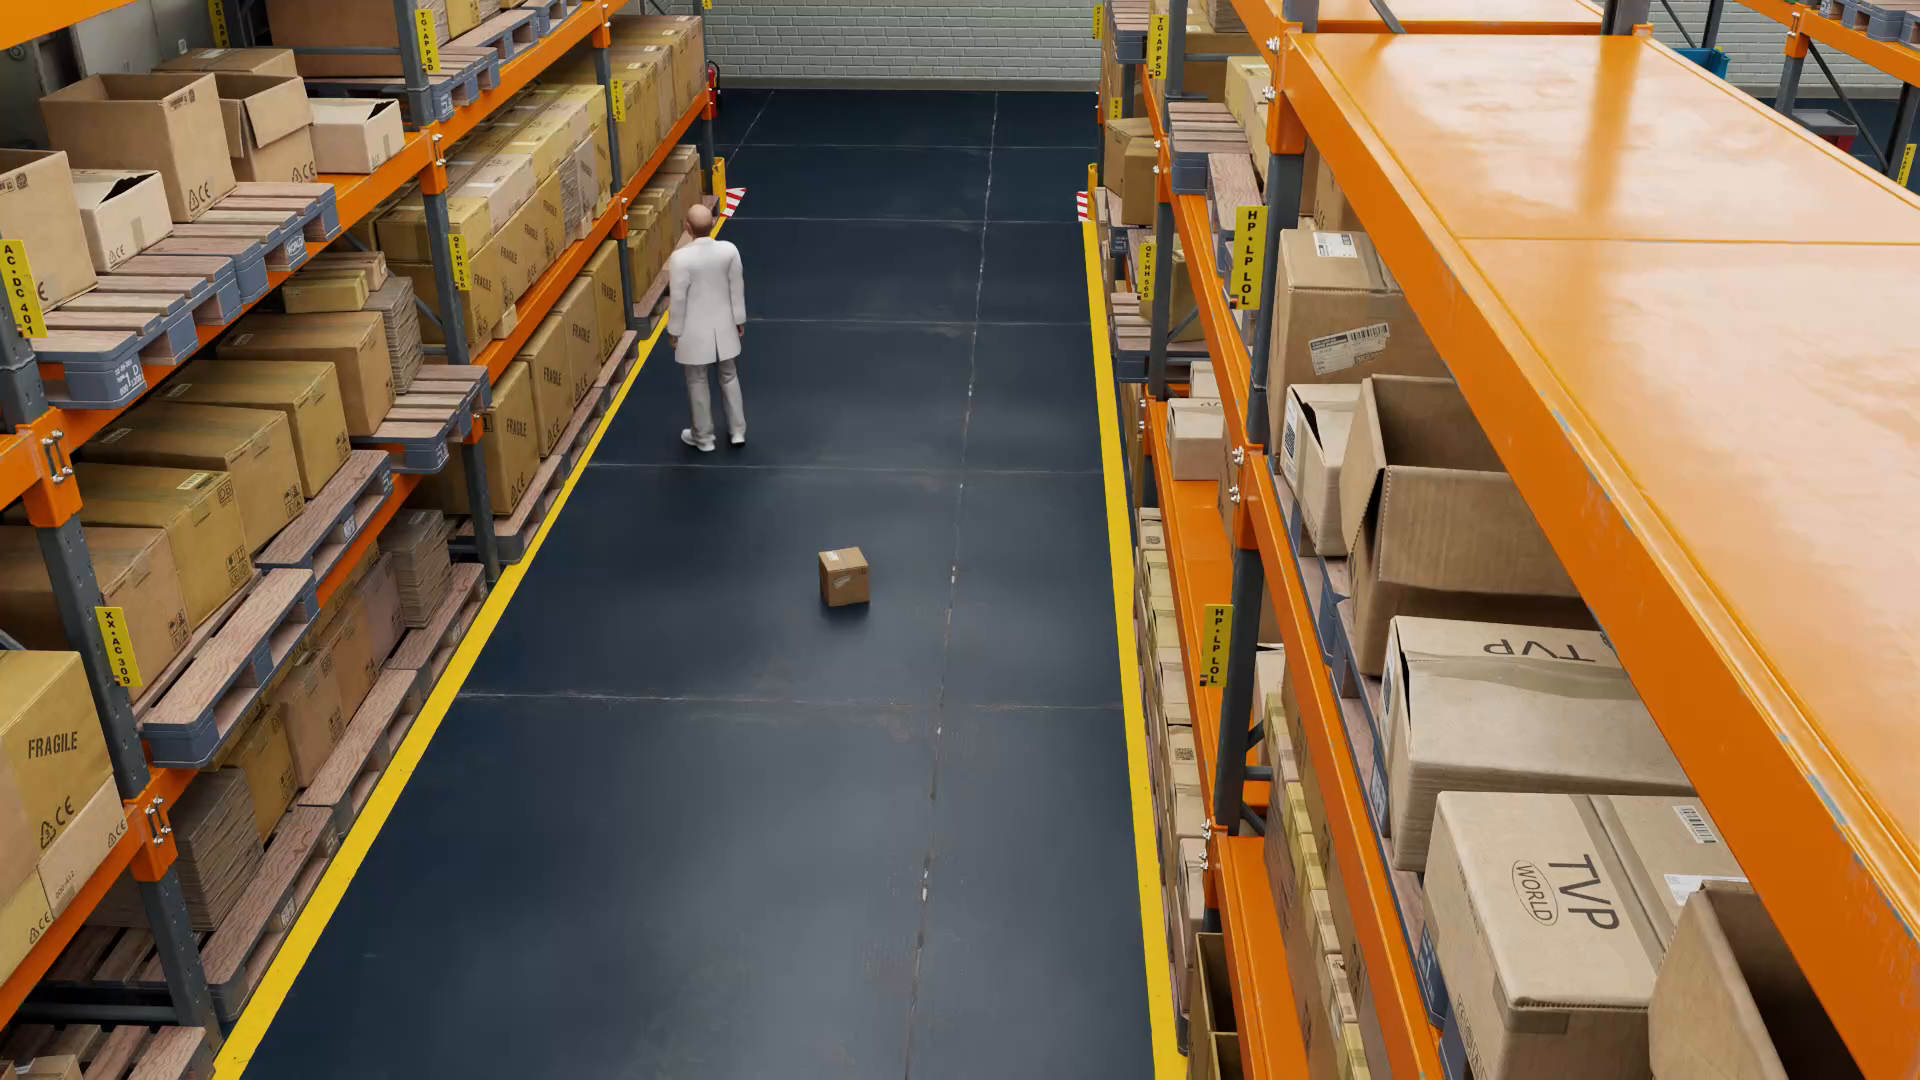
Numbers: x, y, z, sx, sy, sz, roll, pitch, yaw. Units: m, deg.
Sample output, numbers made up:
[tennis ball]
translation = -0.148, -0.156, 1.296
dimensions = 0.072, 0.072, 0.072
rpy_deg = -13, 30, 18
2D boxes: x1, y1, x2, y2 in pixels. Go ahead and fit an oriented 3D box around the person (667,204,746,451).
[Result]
[person]
translation = -1.810, -1.500, 11.757
dimensions = 0.582, 1.808, 0.400
rpy_deg = -17, 32, -29
